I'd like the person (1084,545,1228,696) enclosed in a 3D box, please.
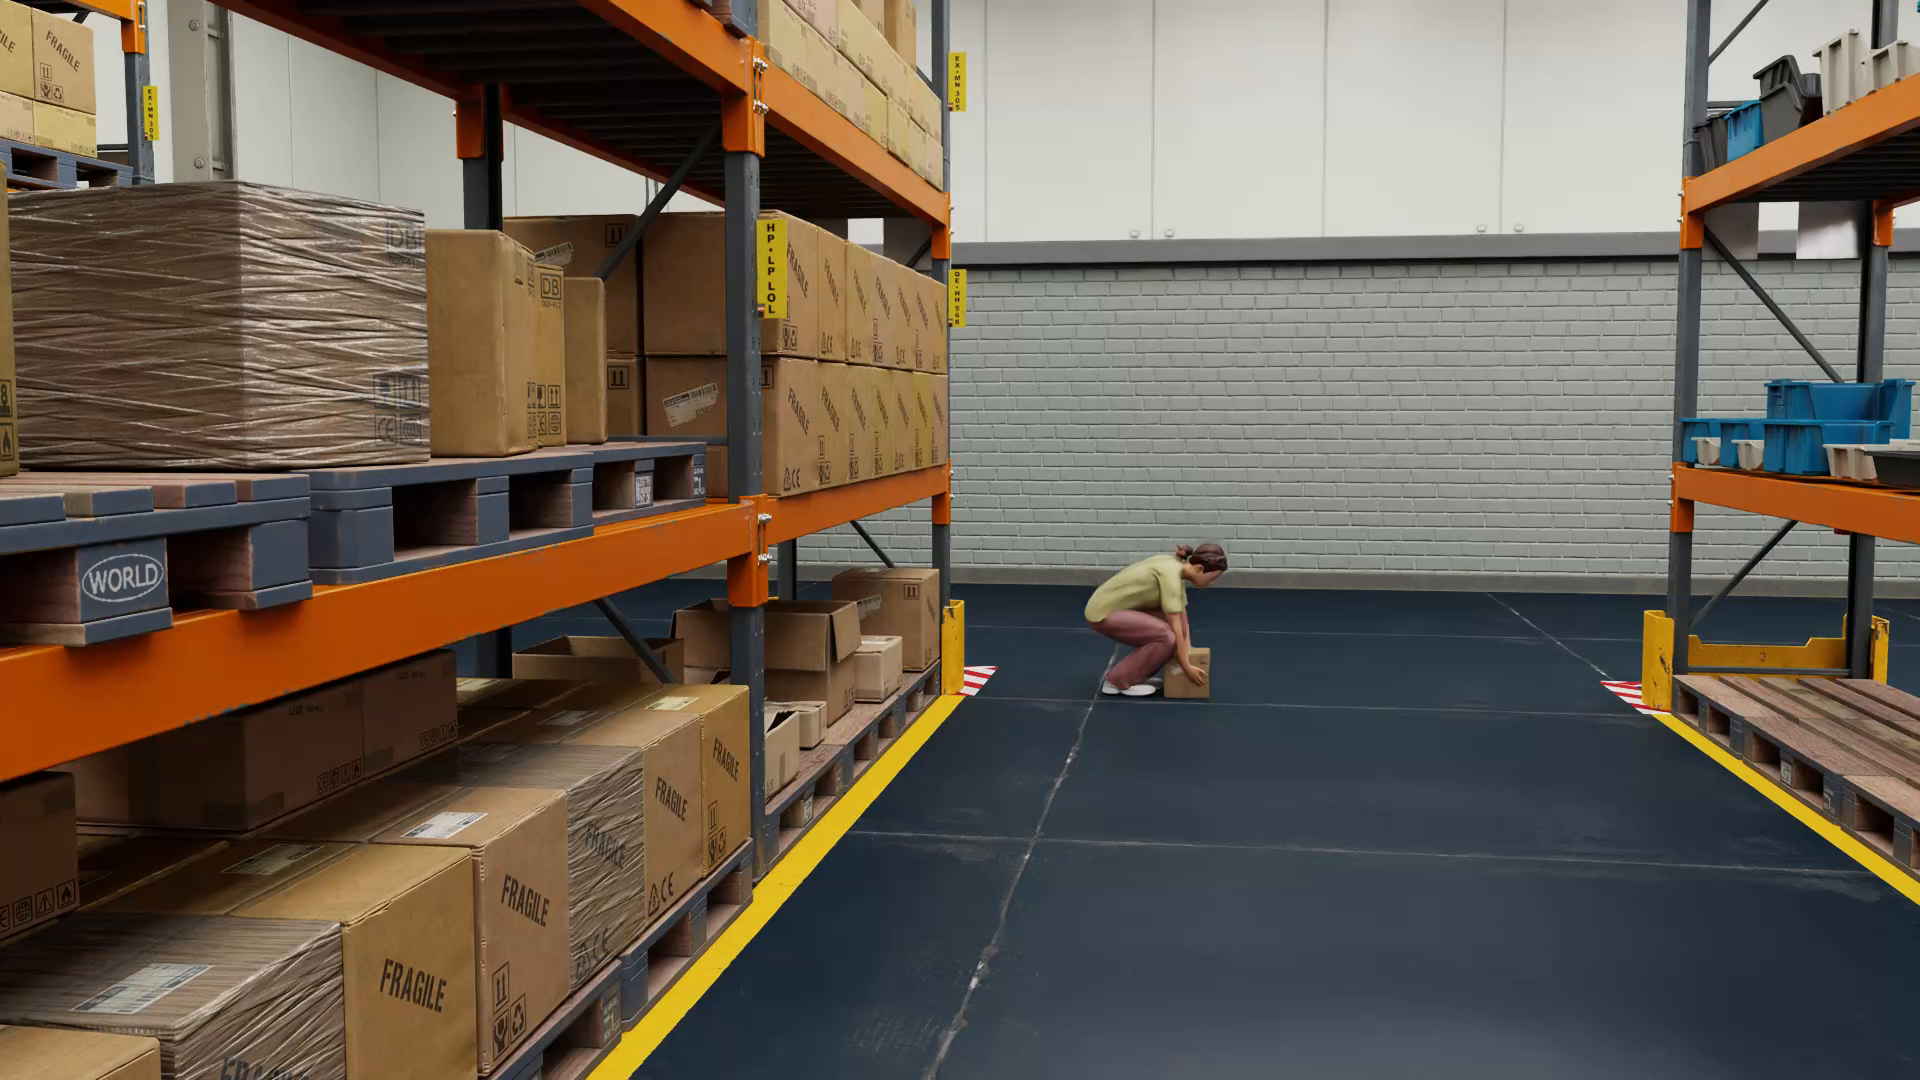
[{"bbox_3d":[1.115,0.449,9.448,0.797,0.852,0.492,1,5,17],"label":"person"}]
